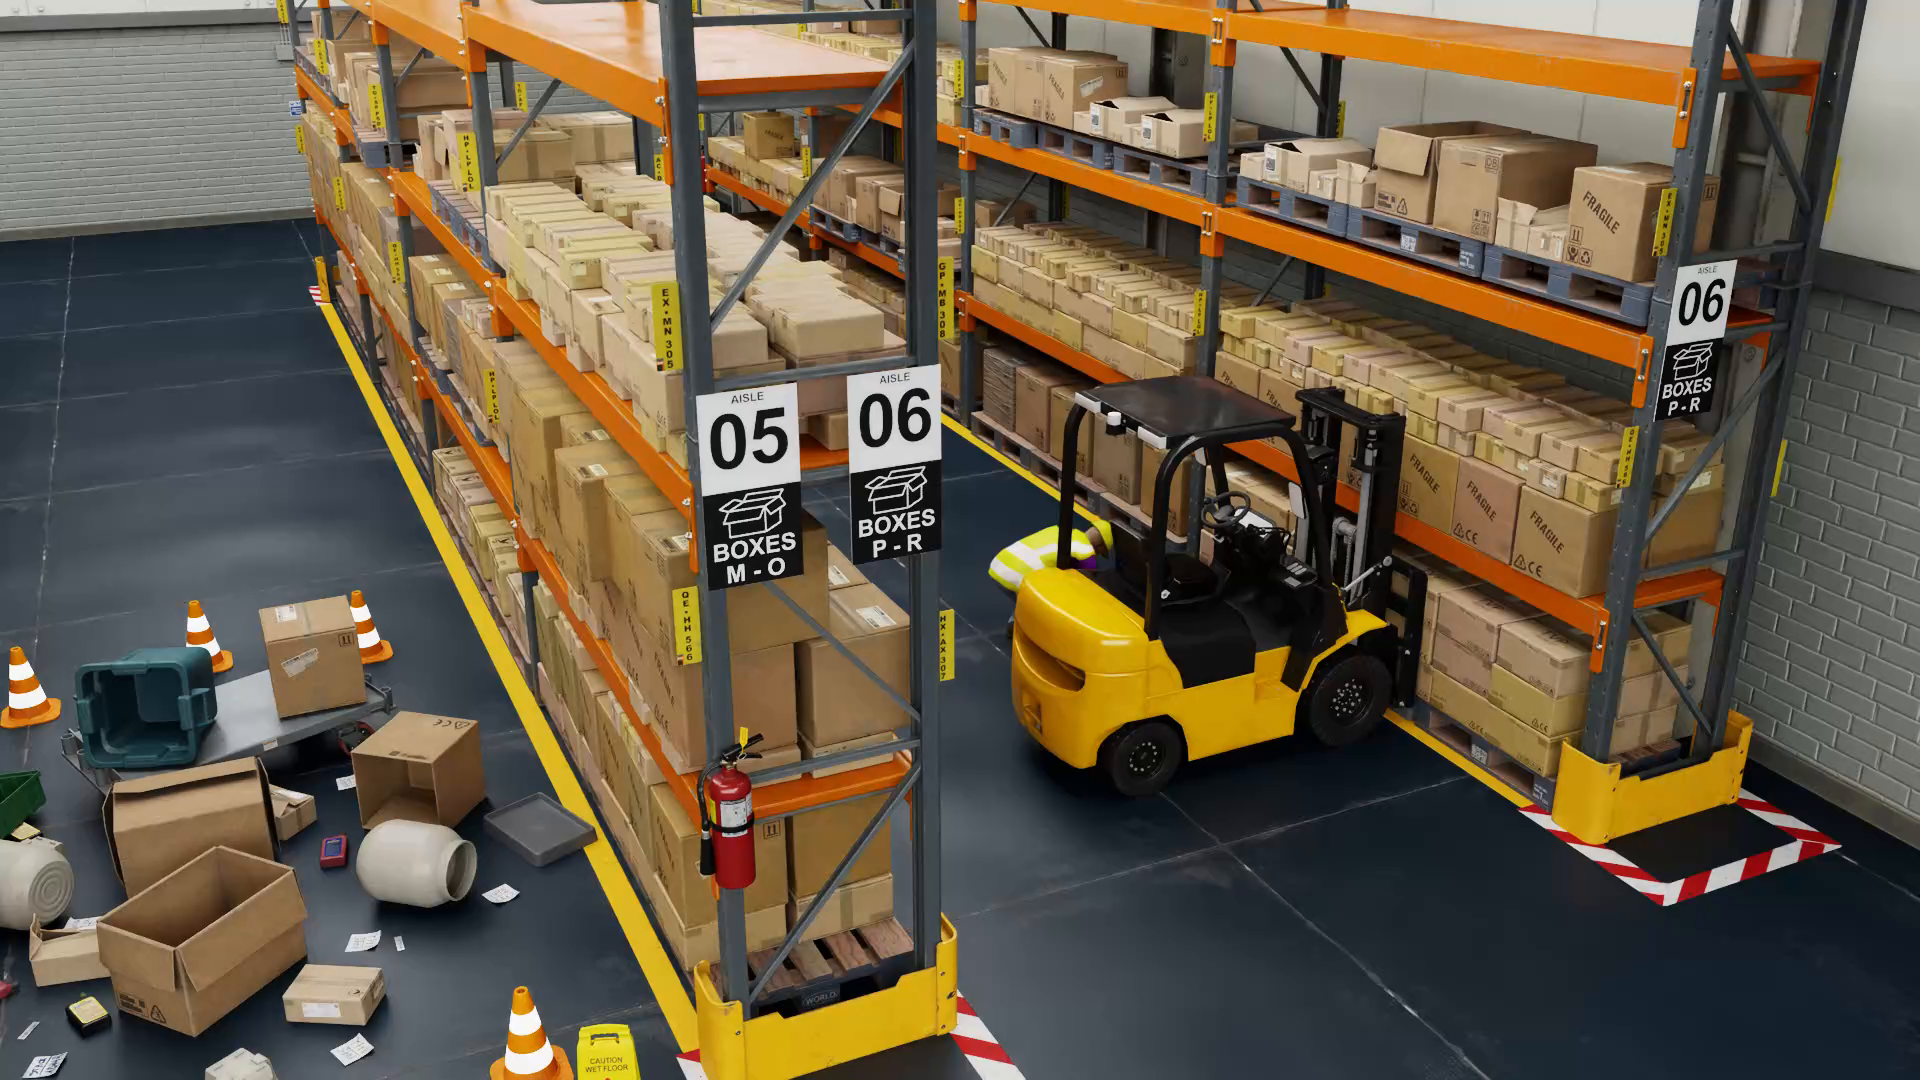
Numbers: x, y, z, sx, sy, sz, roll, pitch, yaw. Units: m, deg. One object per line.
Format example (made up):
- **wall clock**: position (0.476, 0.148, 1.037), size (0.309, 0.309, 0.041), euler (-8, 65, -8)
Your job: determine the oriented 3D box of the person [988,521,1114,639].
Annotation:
- **person**: position (0.661, 0.307, 11.558), size (0.968, 0.810, 0.526), euler (-11, 24, -25)
